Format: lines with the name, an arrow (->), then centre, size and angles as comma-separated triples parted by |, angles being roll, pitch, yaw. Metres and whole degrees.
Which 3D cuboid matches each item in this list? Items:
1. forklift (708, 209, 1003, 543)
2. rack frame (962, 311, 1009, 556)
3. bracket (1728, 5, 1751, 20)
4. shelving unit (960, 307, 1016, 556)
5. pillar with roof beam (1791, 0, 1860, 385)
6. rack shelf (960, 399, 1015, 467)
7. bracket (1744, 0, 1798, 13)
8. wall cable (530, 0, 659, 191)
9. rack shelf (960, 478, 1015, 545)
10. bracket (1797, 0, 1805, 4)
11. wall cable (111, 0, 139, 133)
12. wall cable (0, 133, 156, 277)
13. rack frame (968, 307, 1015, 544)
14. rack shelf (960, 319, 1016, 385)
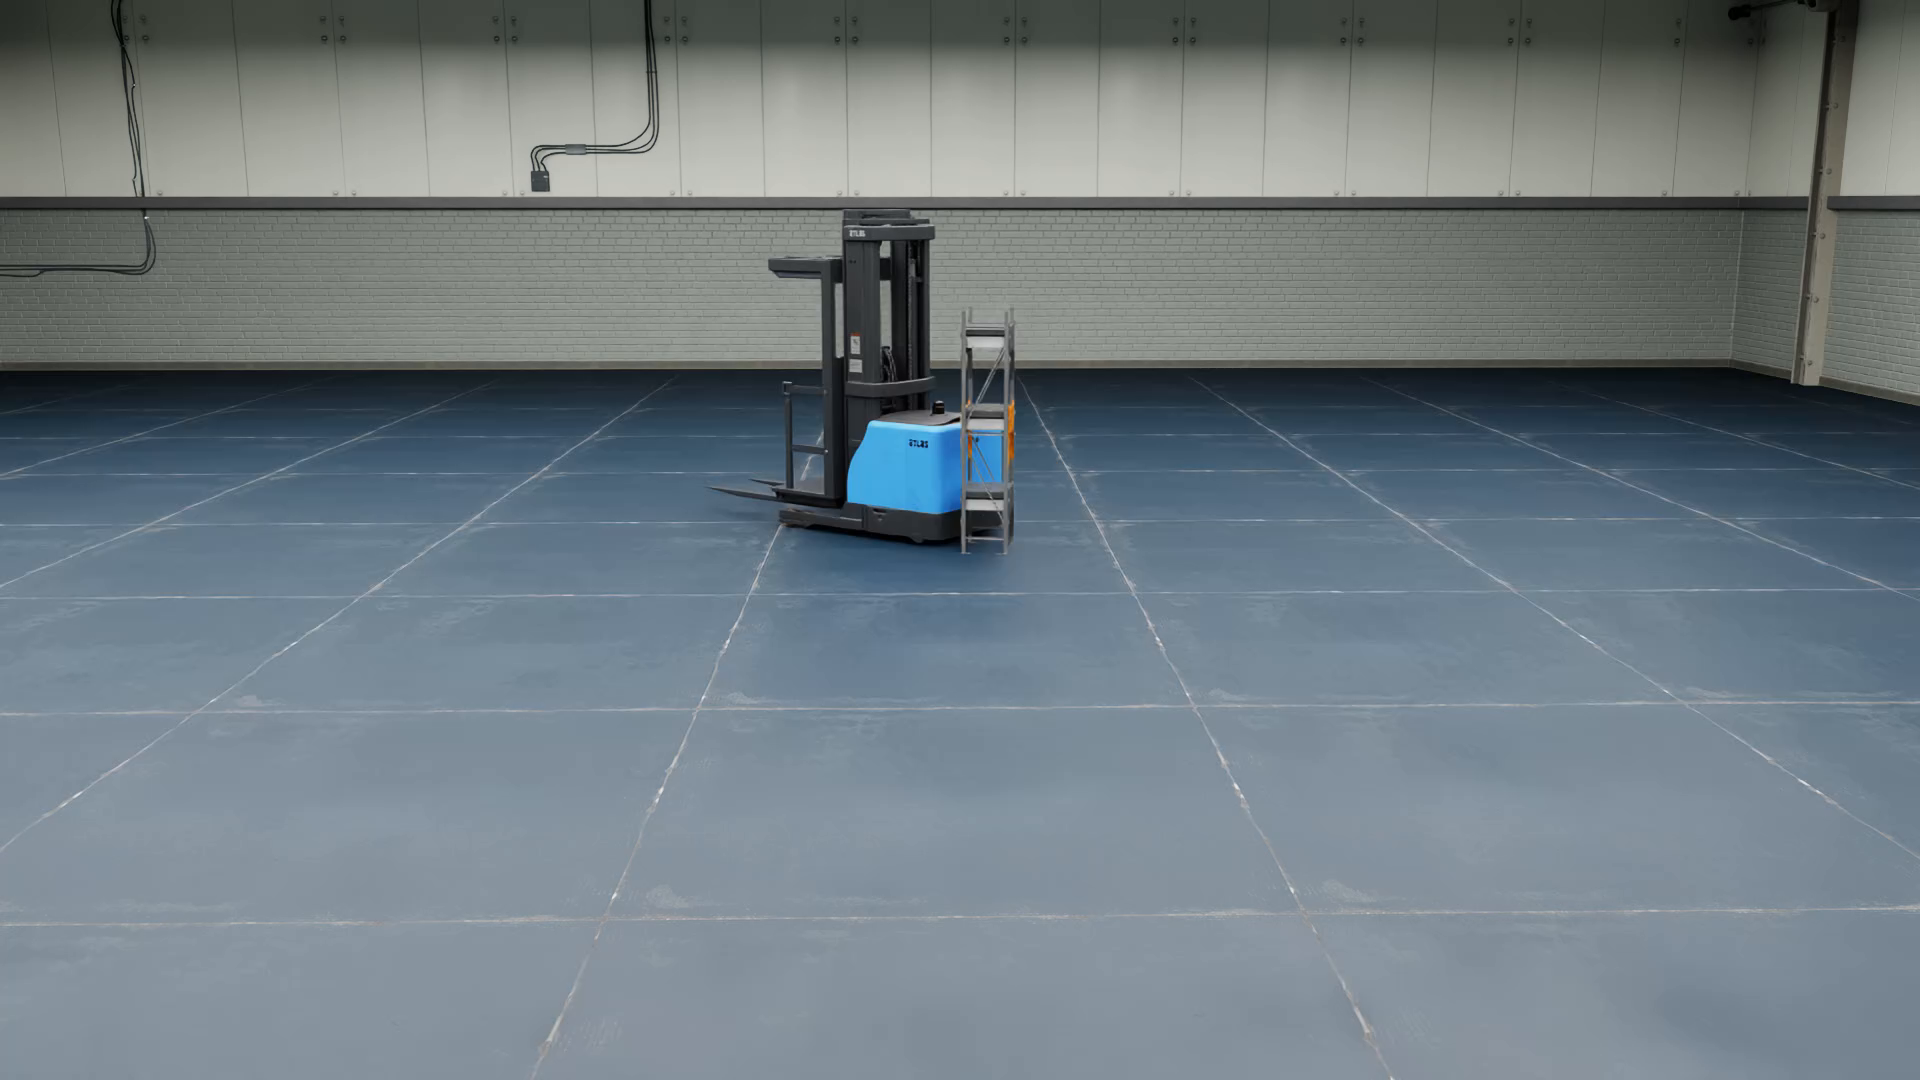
forklift -> -1.091, -1.616, 15.651 | 3.031, 2.935, 1.130 | 8, 14, 36
rack frame -> 0.213, -0.900, 14.216 | 0.400, 2.100, 0.015 | 1, 12, 7
bracket -> 13.817, -9.349, 29.456 | 0.235, 0.232, 0.430 | 0, 11, -1
shelving unit -> 0.244, -0.948, 14.453 | 0.431, 2.100, 0.503 | 1, 12, 7
pillar with roof beam -> 9.925, -7.015, 27.005 | 9.100, 9.000, 0.548 | 0, 11, -1
rack shelf -> 0.244, -0.935, 14.456 | 0.431, 0.518, 0.480 | 1, 12, 7
bracket -> 13.829, -9.232, 28.877 | 0.076, 0.066, 3.189 | 0, 11, -1
wall cable -> -6.511, -9.197, 29.206 | 2.305, 6.003, 0.169 | 0, 11, -1
rack shelf -> 0.244, -0.249, 14.595 | 0.431, 0.518, 0.480 | 1, 12, 7
bracket -> 13.866, -8.878, 27.133 | 0.235, 0.232, 0.430 | 0, 11, -1
wall cable -> -13.298, -8.459, 29.229 | 3.097, 2.526, 0.112 | 0, 11, -1
wall cable -> -16.003, -5.973, 29.676 | 3.097, 2.526, 0.112 | 0, 11, -1
rack frame -> 0.275, -0.997, 14.690 | 0.400, 2.100, 0.015 | 1, 12, 7
rack shelf -> 0.244, -1.621, 14.317 | 0.431, 0.518, 0.480 | 1, 12, 7
